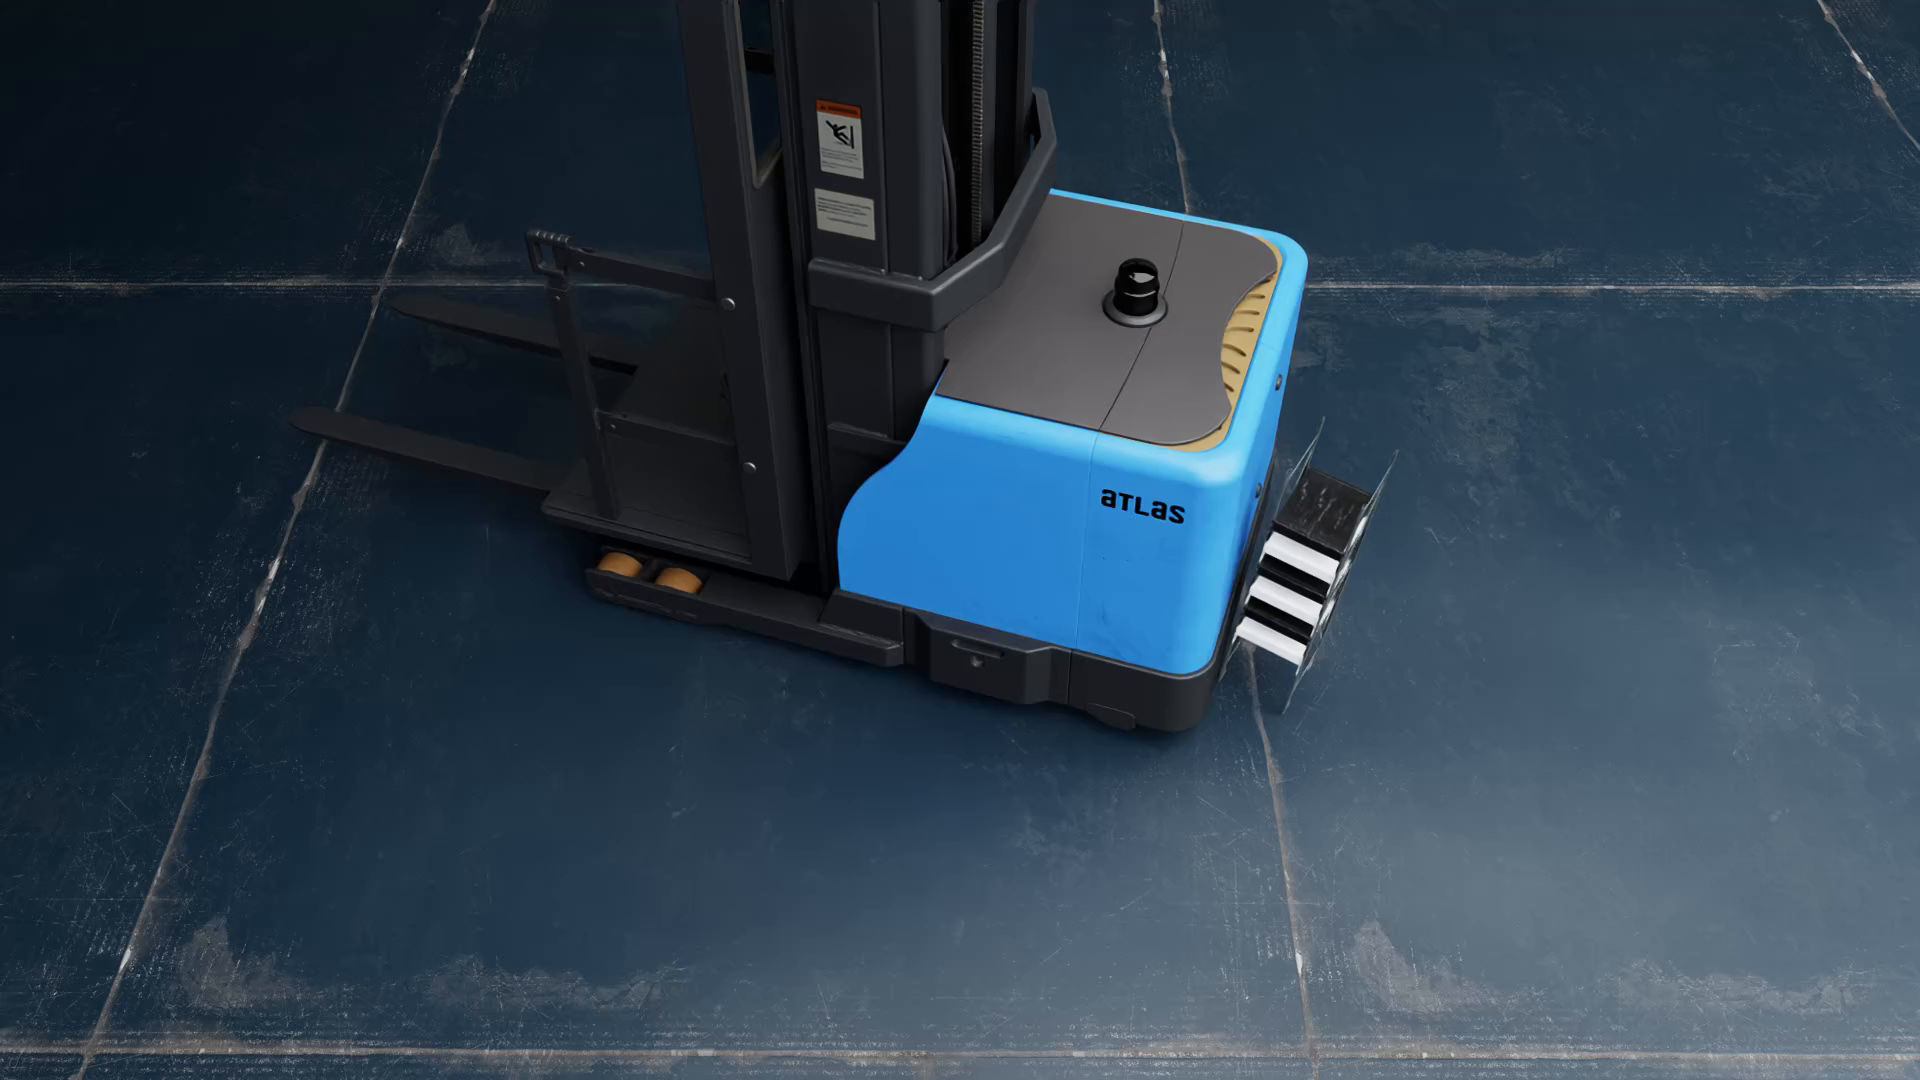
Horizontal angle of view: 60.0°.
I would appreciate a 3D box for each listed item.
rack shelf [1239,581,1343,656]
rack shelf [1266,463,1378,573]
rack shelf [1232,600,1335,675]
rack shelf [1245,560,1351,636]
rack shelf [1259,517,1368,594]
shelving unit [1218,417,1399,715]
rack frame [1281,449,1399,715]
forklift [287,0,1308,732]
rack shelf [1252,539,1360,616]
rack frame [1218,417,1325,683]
[{"bbox_3d":[0.924,0.172,4.632,0.200,0.077,0.258,27,52,17],"label":"rack shelf"},{"bbox_3d":[0.951,-0.061,4.359,0.200,0.077,0.258,27,52,17],"label":"rack shelf"},{"bbox_3d":[0.918,0.230,4.700,0.200,0.077,0.258,27,52,17],"label":"rack shelf"},{"bbox_3d":[0.931,0.114,4.564,0.200,0.077,0.258,27,52,17],"label":"rack shelf"},{"bbox_3d":[0.944,-0.002,4.427,0.200,0.077,0.258,27,52,17],"label":"rack shelf"},{"bbox_3d":[0.934,0.092,4.538,0.210,0.900,0.258,27,52,17],"label":"shelving unit"},{"bbox_3d":[1.021,0.136,4.510,0.006,0.900,0.240,27,52,17],"label":"rack frame"},{"bbox_3d":[-0.607,-1.108,4.279,3.031,2.935,1.130,14,49,12],"label":"forklift"},{"bbox_3d":[0.938,0.056,4.495,0.200,0.077,0.258,27,52,17],"label":"rack shelf"},{"bbox_3d":[0.847,0.049,4.567,0.006,0.900,0.240,27,52,17],"label":"rack frame"}]
